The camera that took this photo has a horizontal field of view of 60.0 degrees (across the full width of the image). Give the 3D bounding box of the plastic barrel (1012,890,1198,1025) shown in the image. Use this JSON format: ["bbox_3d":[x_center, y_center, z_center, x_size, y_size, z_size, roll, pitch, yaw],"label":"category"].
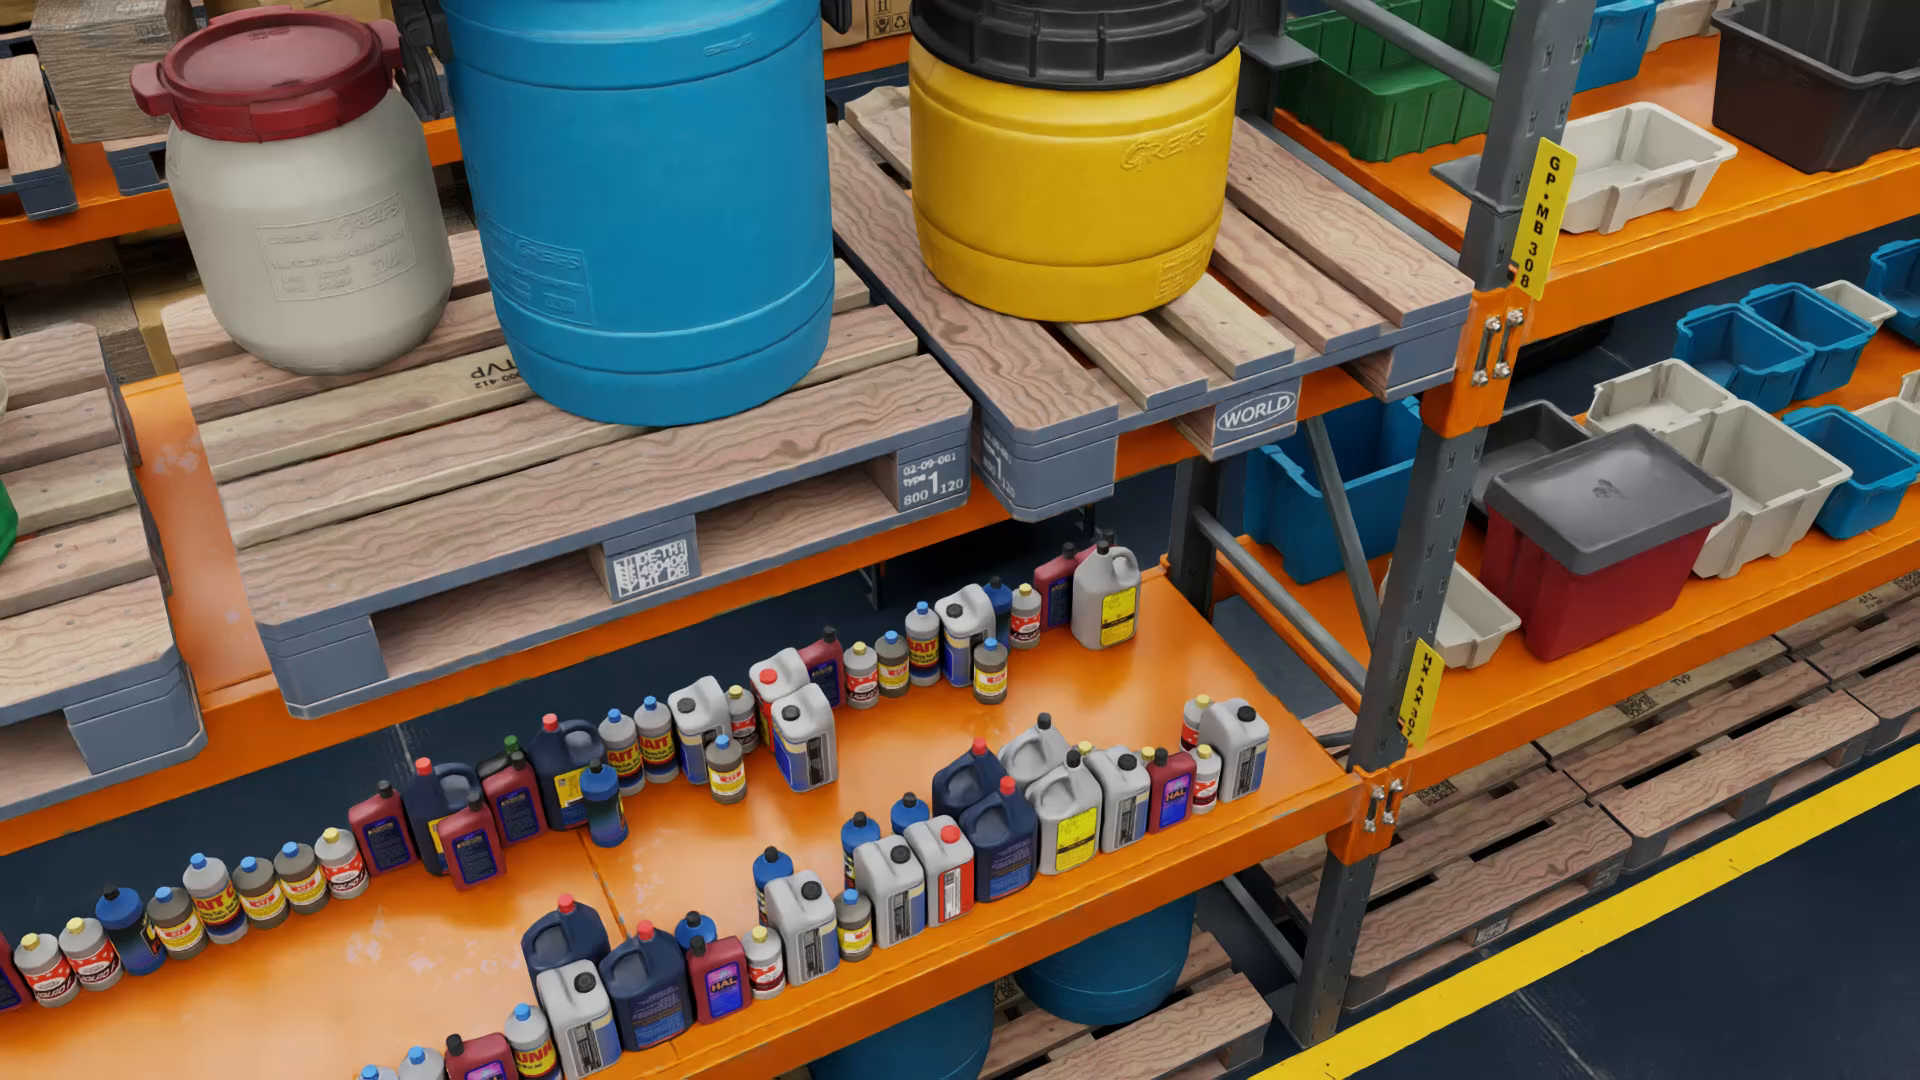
[{"bbox_3d":[0.432,0.980,5.070,0.708,0.901,0.600,-19,44,-21],"label":"plastic barrel"}]

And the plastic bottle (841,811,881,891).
[{"bbox_3d":[-0.243,0.773,4.115,0.097,0.271,0.097,0,40,0],"label":"plastic bottle"}]

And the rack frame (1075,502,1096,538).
[{"bbox_3d":[0.457,-0.583,7.068,0.032,1.125,0.500,-19,44,-21],"label":"rack frame"}]

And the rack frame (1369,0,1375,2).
[{"bbox_3d":[2.185,-3.846,9.472,0.127,3.000,1.000,-19,44,-21],"label":"rack frame"}]

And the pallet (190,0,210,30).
[{"bbox_3d":[-5.387,-3.786,11.559,1.213,0.211,1.003,-19,44,-21],"label":"pallet"}]

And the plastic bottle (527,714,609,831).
[{"bbox_3d":[-1.008,0.575,4.288,0.185,0.351,0.144,-19,44,-21],"label":"plastic bottle"}]

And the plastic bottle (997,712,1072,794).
[{"bbox_3d":[0.191,0.585,4.275,0.185,0.351,0.144,-19,44,-21],"label":"plastic bottle"}]

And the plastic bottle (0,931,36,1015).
[{"bbox_3d":[-2.259,0.991,3.848,0.133,0.283,0.061,-19,44,-21],"label":"plastic bottle"}]

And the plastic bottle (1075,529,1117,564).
[{"bbox_3d":[0.400,0.096,4.905,0.133,0.283,0.061,-19,44,-21],"label":"plastic bottle"}]

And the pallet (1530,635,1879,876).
[{"bbox_3d":[2.640,0.643,6.327,1.213,0.211,1.003,-19,44,-21],"label":"pallet"}]

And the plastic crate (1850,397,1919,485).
[{"bbox_3d":[3.077,-0.308,5.449,0.250,0.136,0.298,-19,44,-21],"label":"plastic crate"}]

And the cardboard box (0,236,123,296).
[{"bbox_3d":[-4.141,-1.392,7.586,0.500,0.250,0.500,-17,43,-19],"label":"cardboard box"}]

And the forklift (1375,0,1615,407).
[{"bbox_3d":[2.686,-2.296,7.694,3.031,2.935,1.130,-24,46,-25],"label":"forklift"}]

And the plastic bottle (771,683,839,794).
[{"bbox_3d":[-0.415,0.518,4.413,0.135,0.276,0.152,-19,44,-21],"label":"plastic bottle"}]

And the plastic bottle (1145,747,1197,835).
[{"bbox_3d":[0.538,0.629,4.275,0.133,0.283,0.061,-19,44,-21],"label":"plastic bottle"}]

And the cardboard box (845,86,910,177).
[{"bbox_3d":[-0.323,-2.351,9.446,0.500,0.311,0.500,-19,44,-21],"label":"cardboard box"}]

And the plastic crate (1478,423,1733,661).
[{"bbox_3d":[1.830,0.017,4.813,0.583,0.464,0.402,-19,44,-21],"label":"plastic crate"}]

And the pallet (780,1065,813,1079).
[{"bbox_3d":[-0.865,1.824,4.931,1.213,0.211,1.003,-19,44,-21],"label":"pallet"}]

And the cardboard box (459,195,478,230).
[{"bbox_3d":[-2.110,-1.412,8.191,0.500,0.500,0.500,-18,44,-20],"label":"cardboard box"}]

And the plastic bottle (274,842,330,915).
[{"bbox_3d":[-1.630,0.824,4.108,0.097,0.201,0.097,0,40,0],"label":"plastic bottle"}]

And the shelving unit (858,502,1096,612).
[{"bbox_3d":[0.006,-0.431,6.889,1.048,1.125,0.538,-19,44,-21],"label":"shelving unit"}]

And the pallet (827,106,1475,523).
[{"bbox_3d":[0.272,-0.596,3.457,1.003,0.211,1.213,-19,44,-21],"label":"pallet"}]

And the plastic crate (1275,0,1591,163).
[{"bbox_3d":[1.158,-1.177,4.161,0.662,0.188,0.450,-19,44,-21],"label":"plastic crate"}]

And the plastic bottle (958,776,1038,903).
[{"bbox_3d":[0.094,0.723,4.113,0.185,0.351,0.144,-19,44,-21],"label":"plastic bottle"}]

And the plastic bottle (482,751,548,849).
[{"bbox_3d":[-1.140,0.659,4.240,0.133,0.283,0.061,-19,44,-21],"label":"plastic bottle"}]

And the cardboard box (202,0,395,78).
[{"bbox_3d":[-2.901,-2.288,7.229,0.500,0.500,0.700,-30,49,-31],"label":"cardboard box"}]

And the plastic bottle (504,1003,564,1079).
[{"bbox_3d":[-0.953,1.122,3.702,0.097,0.271,0.097,0,40,0],"label":"plastic bottle"}]

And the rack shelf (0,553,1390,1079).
[{"bbox_3d":[-0.852,1.058,4.235,4.000,0.370,1.077,-19,44,-21],"label":"rack shelf"}]

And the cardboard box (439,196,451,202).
[{"bbox_3d":[-2.819,-1.551,8.355,0.500,0.500,0.500,-18,43,-20],"label":"cardboard box"}]

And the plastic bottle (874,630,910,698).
[{"bbox_3d":[-0.191,0.340,4.681,0.097,0.201,0.097,0,40,0],"label":"plastic bottle"}]

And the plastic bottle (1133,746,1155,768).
[{"bbox_3d":[0.485,0.621,4.349,0.097,0.201,0.097,0,40,0],"label":"plastic bottle"}]

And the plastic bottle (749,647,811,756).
[{"bbox_3d":[-0.486,0.430,4.516,0.135,0.276,0.152,-19,44,-21],"label":"plastic bottle"}]

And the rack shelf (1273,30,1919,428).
[{"bbox_3d":[2.696,-1.280,4.676,4.000,0.370,1.077,-19,44,-21],"label":"rack shelf"}]

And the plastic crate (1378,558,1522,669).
[{"bbox_3d":[1.401,0.208,4.841,0.243,0.136,0.396,-19,44,-21],"label":"plastic crate"}]

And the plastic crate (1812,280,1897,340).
[{"bbox_3d":[3.174,-0.793,6.023,0.298,0.136,0.250,-19,44,-21],"label":"plastic crate"}]

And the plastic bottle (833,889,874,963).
[{"bbox_3d":[-0.259,0.916,4.000,0.097,0.201,0.097,0,40,0],"label":"plastic bottle"}]

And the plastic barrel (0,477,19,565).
[{"bbox_3d":[-1.580,-0.050,2.461,0.294,0.245,0.294,0,40,0],"label":"plastic barrel"}]

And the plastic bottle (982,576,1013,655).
[{"bbox_3d":[0.101,0.215,4.774,0.097,0.271,0.097,0,40,0],"label":"plastic bottle"}]

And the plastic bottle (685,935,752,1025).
[{"bbox_3d":[-0.559,0.998,3.839,0.133,0.283,0.061,-19,44,-21],"label":"plastic bottle"}]

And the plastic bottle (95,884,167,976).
[{"bbox_3d":[-1.976,0.914,3.949,0.097,0.271,0.097,0,40,0],"label":"plastic bottle"}]

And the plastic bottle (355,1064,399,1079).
[{"bbox_3d":[-1.244,1.220,3.586,0.097,0.271,0.097,0,40,0],"label":"plastic bottle"}]

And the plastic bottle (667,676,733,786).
[{"bbox_3d":[-0.691,0.500,4.434,0.135,0.276,0.152,-19,44,-21],"label":"plastic bottle"}]

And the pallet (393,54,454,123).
[{"bbox_3d":[-2.122,-2.403,7.916,1.213,0.211,1.003,-19,44,-21],"label":"pallet"}]

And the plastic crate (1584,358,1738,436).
[{"bbox_3d":[2.328,-0.427,5.591,0.466,0.136,0.293,-19,44,-21],"label":"plastic crate"}]

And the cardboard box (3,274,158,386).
[{"bbox_3d":[-3.913,-0.804,7.473,0.500,0.500,0.500,-20,44,-22],"label":"cardboard box"}]

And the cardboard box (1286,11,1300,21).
[{"bbox_3d":[1.817,-2.757,9.779,0.500,0.500,0.500,-19,44,-21],"label":"cardboard box"}]

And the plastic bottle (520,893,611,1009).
[{"bbox_3d":[-0.909,0.949,3.845,0.185,0.351,0.144,-19,44,-21],"label":"plastic bottle"}]

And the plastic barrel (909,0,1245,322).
[{"bbox_3d":[0.206,-0.801,3.083,0.600,0.588,0.600,0,40,0],"label":"plastic barrel"}]
